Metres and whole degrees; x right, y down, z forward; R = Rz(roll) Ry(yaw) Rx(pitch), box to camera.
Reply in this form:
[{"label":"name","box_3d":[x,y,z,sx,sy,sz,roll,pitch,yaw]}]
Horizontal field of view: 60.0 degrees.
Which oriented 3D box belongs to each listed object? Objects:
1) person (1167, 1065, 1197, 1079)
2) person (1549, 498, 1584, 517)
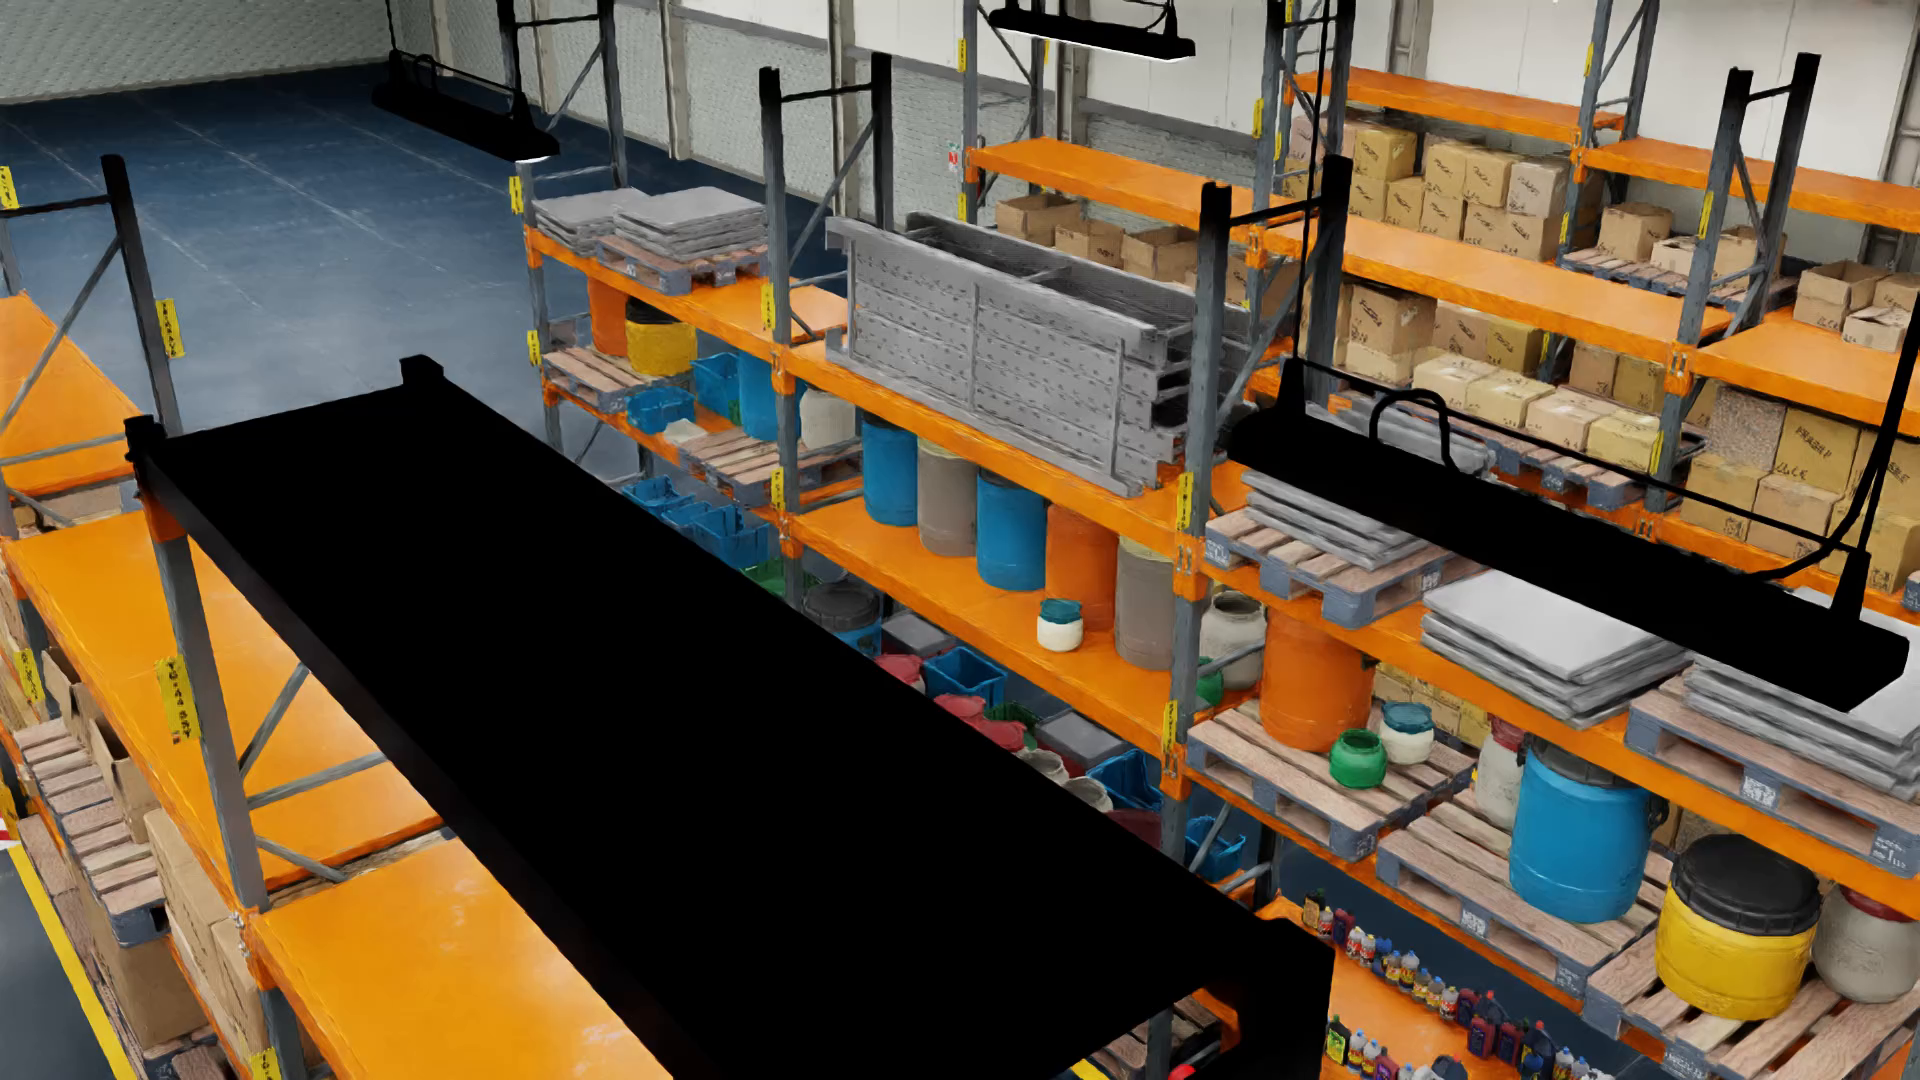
[{"label":"person","box_3d":[1.150,3.545,8.856,0.600,1.787,0.439,9,27,18]},{"label":"person","box_3d":[6.215,-0.375,17.079,0.842,1.702,0.708,17,31,31]}]
